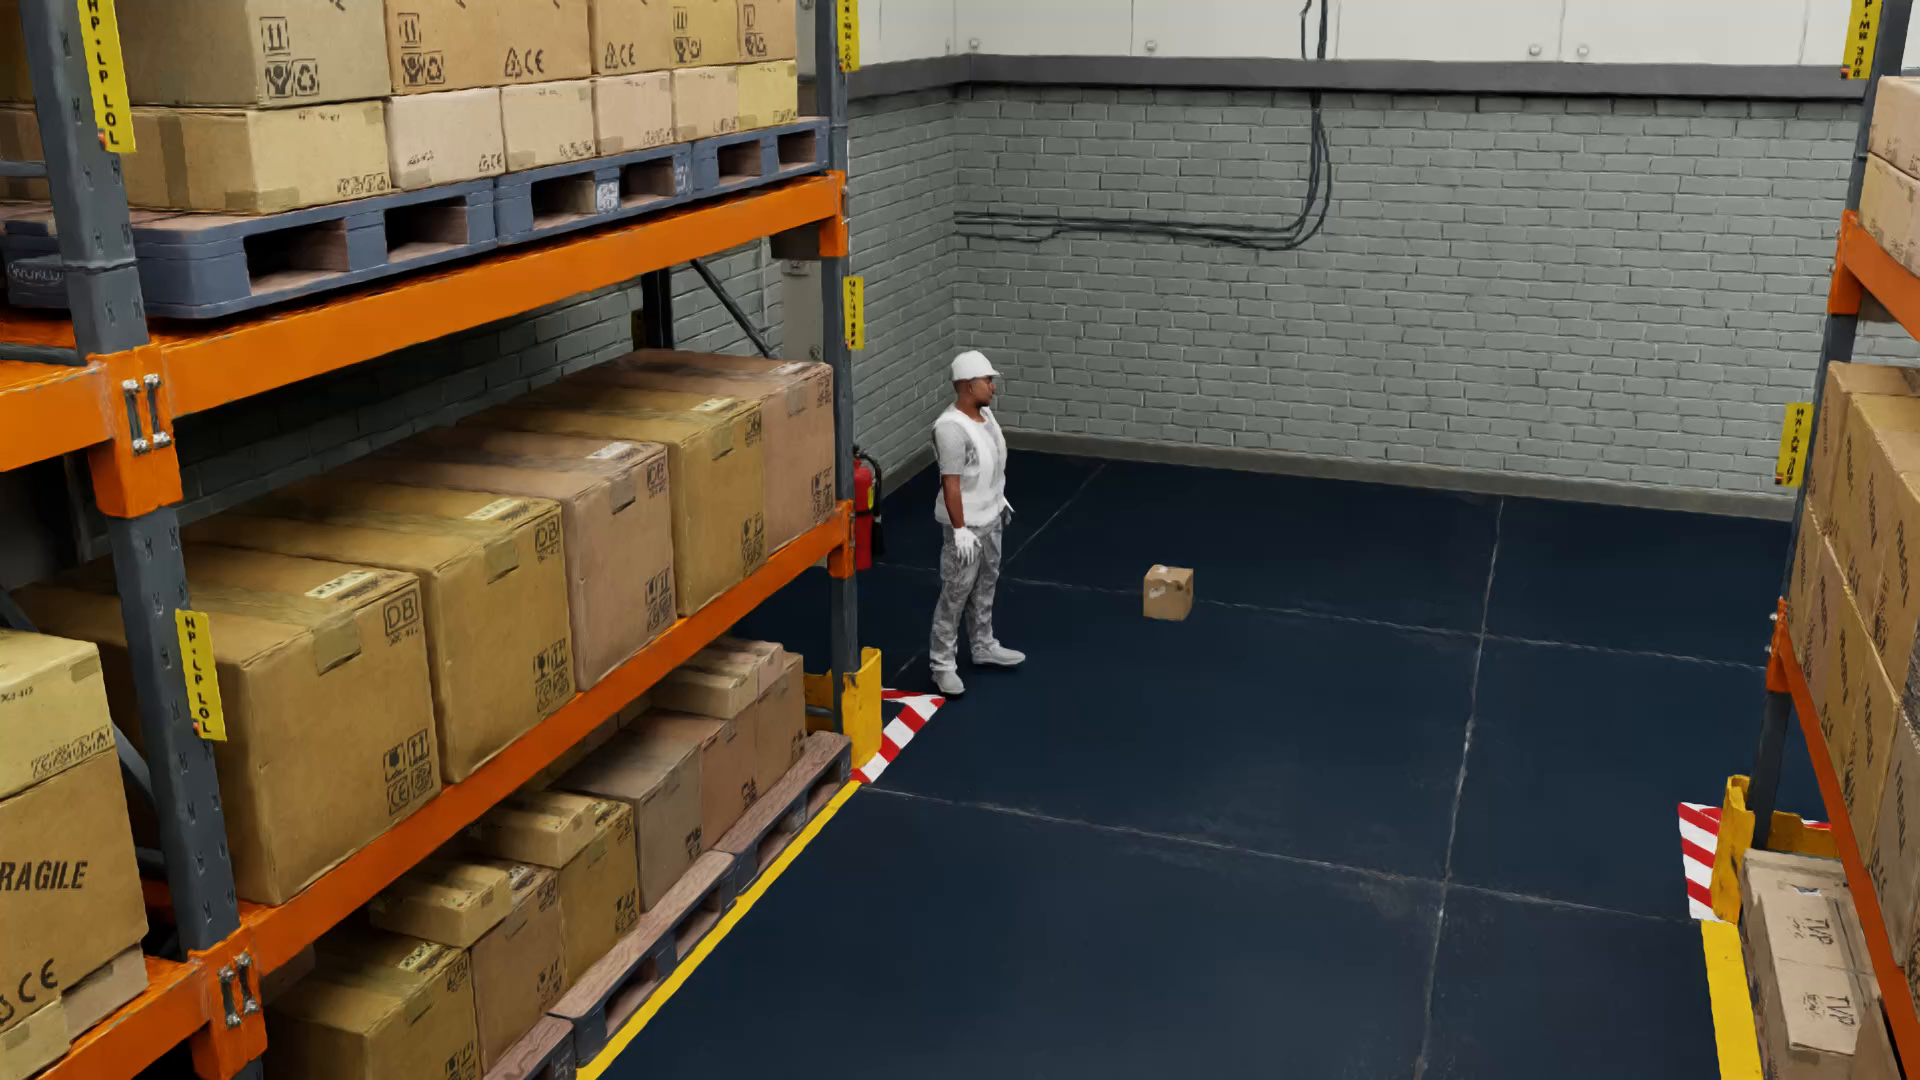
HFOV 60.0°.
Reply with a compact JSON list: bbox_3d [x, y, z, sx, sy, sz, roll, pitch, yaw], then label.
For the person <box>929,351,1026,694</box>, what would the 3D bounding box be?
[{"bbox_3d":[0.089,-0.120,8.786,0.429,1.786,0.678,7,20,21],"label":"person"}]
